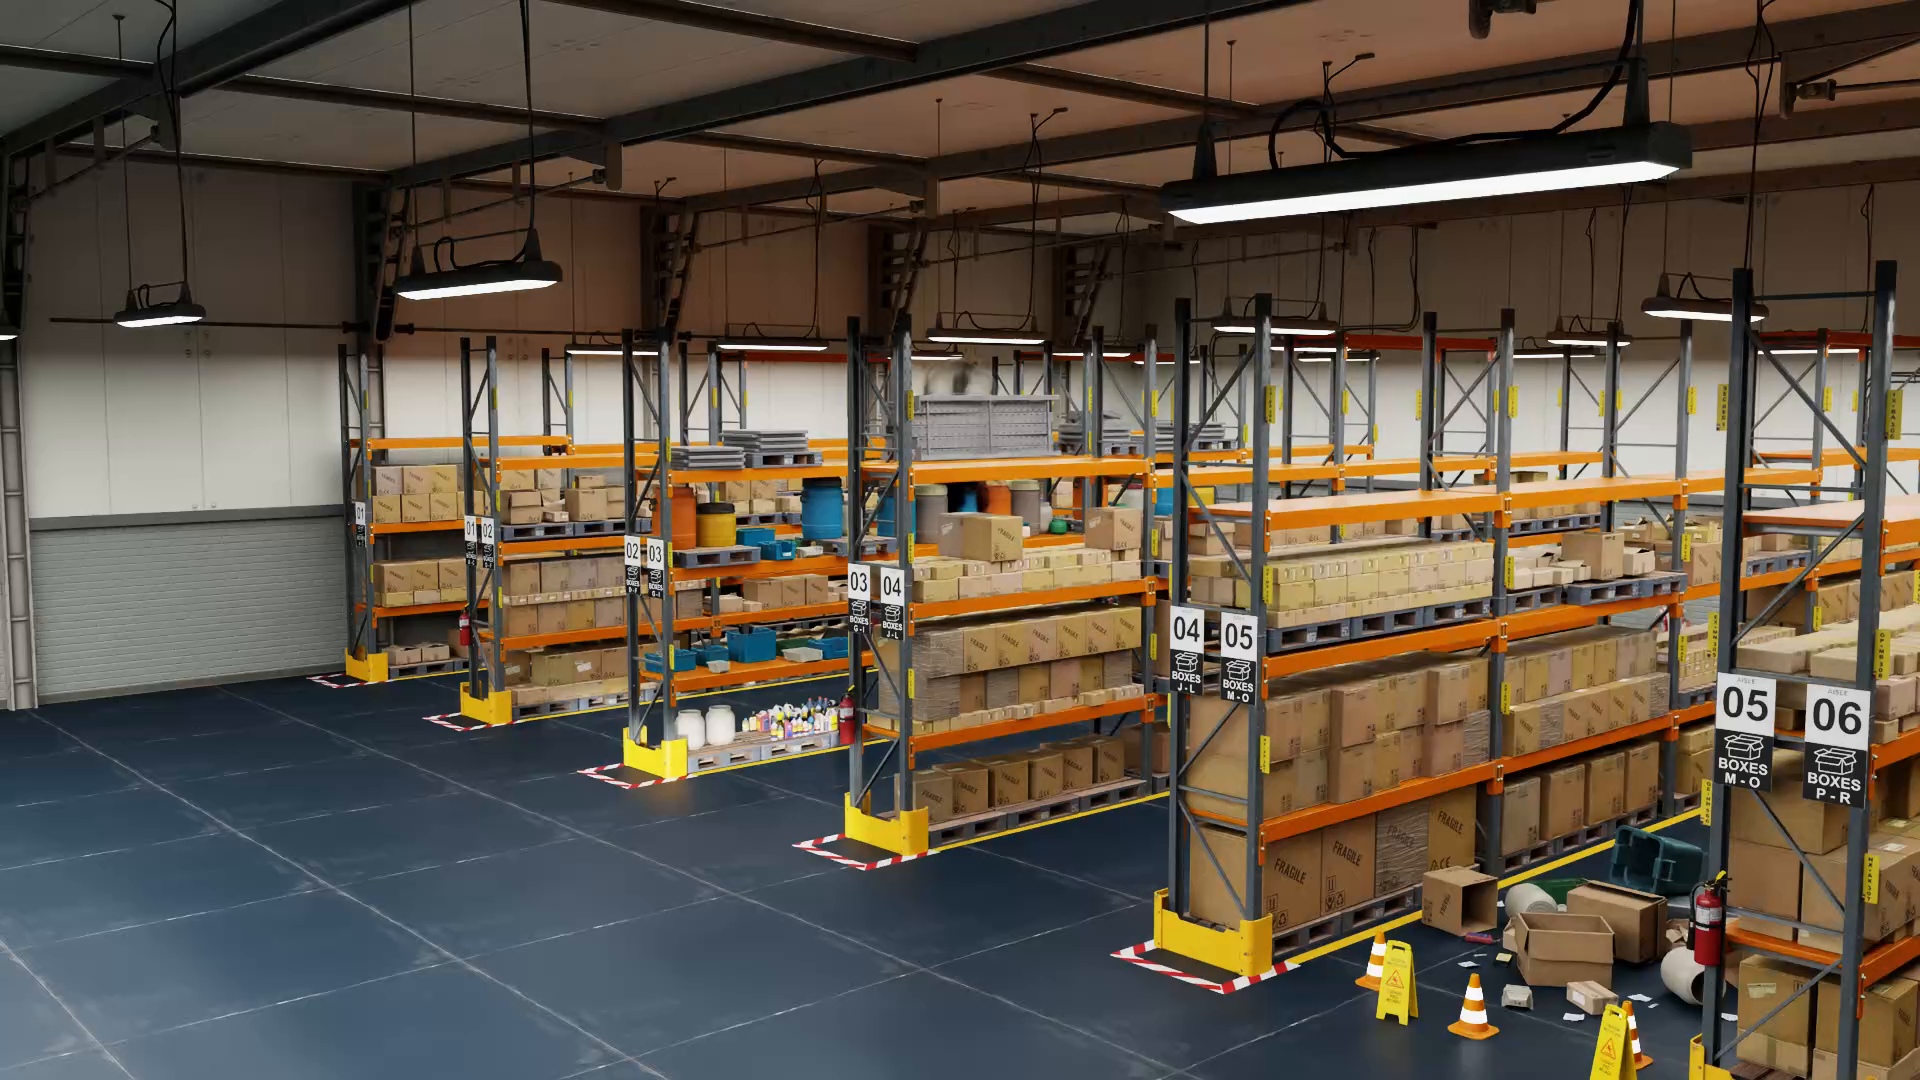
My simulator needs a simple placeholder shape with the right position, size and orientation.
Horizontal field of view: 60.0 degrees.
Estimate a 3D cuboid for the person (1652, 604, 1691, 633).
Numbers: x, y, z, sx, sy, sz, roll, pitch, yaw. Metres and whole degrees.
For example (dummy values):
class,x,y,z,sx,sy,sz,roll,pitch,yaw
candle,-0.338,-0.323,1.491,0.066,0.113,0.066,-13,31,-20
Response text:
class,x,y,z,sx,sy,sz,roll,pitch,yaw
person,12.298,1.745,28.670,0.713,1.702,0.552,1,5,9
